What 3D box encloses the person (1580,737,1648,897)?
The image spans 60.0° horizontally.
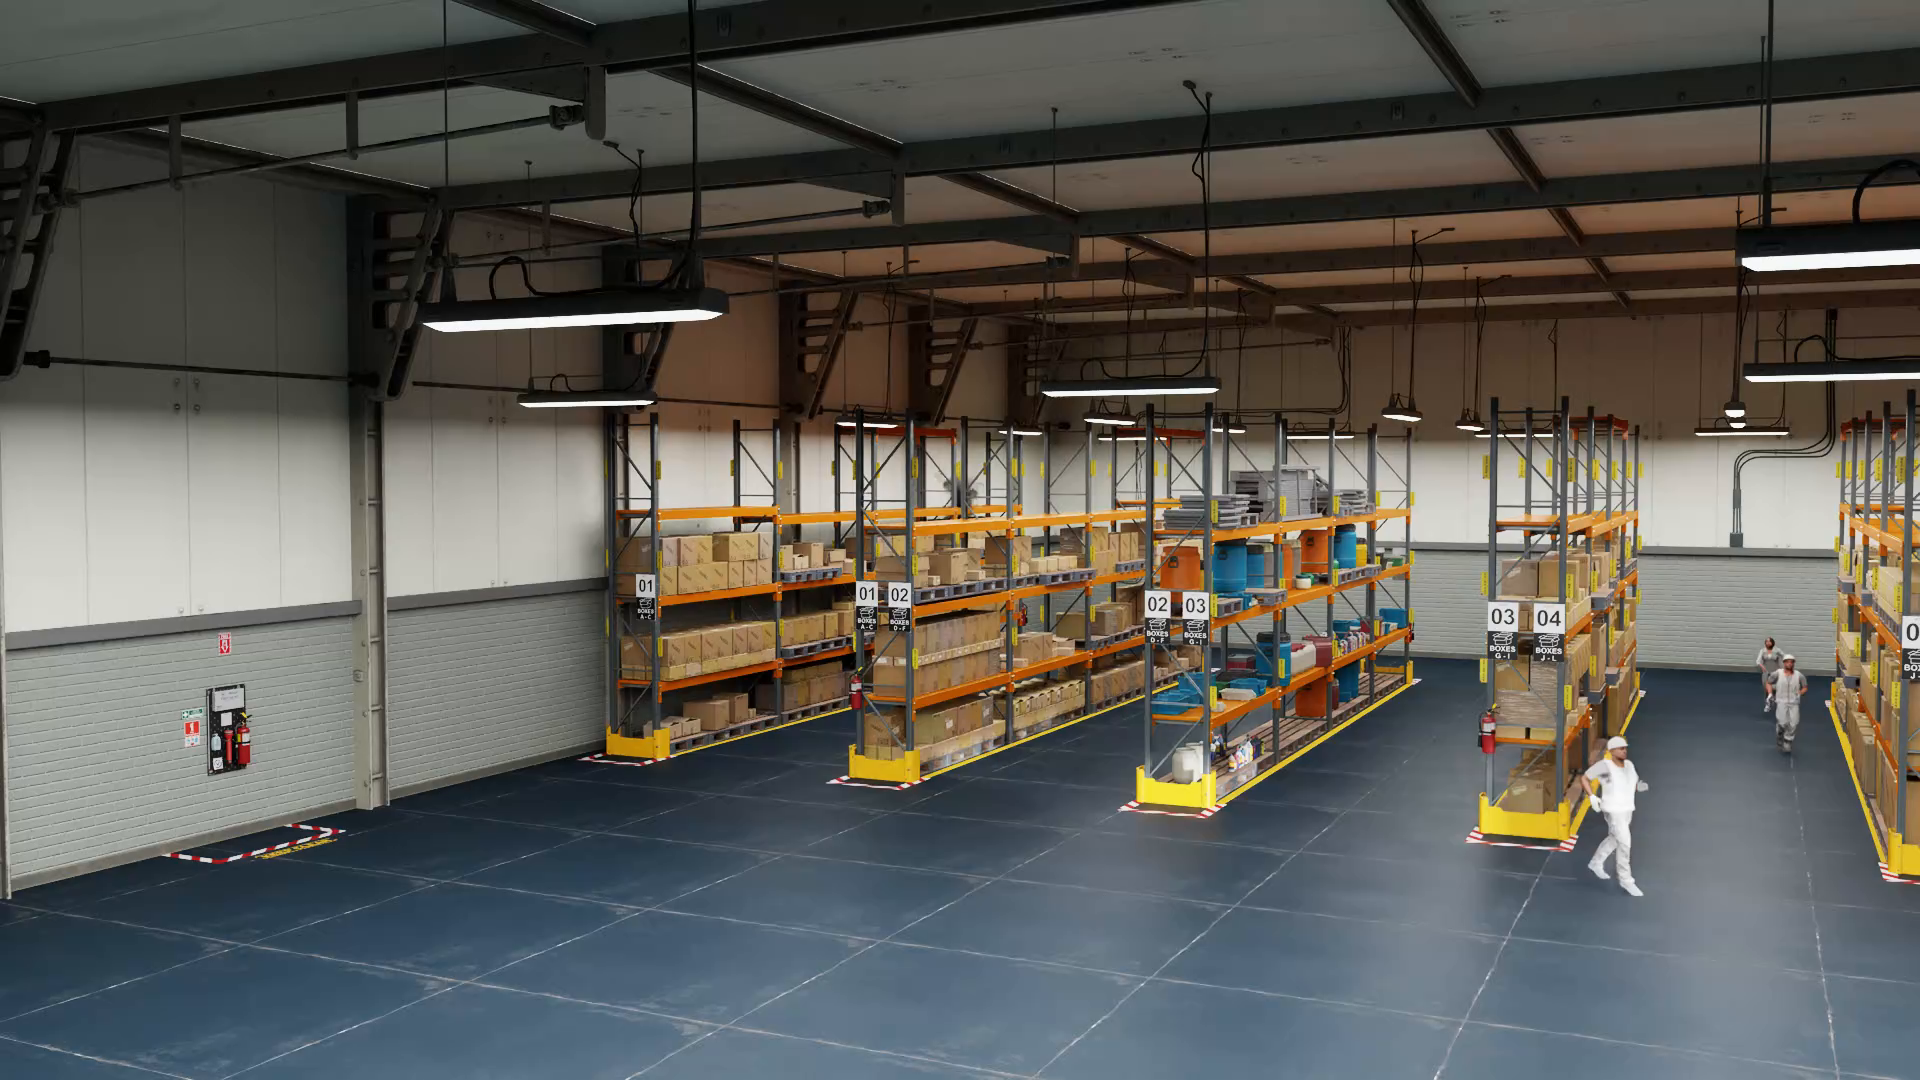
[{"bbox_3d":[7.835,3.256,19.847,0.672,1.822,0.877,-1,3,-32],"label":"person"}]

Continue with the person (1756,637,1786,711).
[{"bbox_3d":[16.772,2.794,34.379,0.573,1.537,0.633,2,3,33],"label":"person"}]

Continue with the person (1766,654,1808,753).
[{"bbox_3d":[14.611,2.892,29.353,0.655,1.741,0.583,1,3,19],"label":"person"}]
